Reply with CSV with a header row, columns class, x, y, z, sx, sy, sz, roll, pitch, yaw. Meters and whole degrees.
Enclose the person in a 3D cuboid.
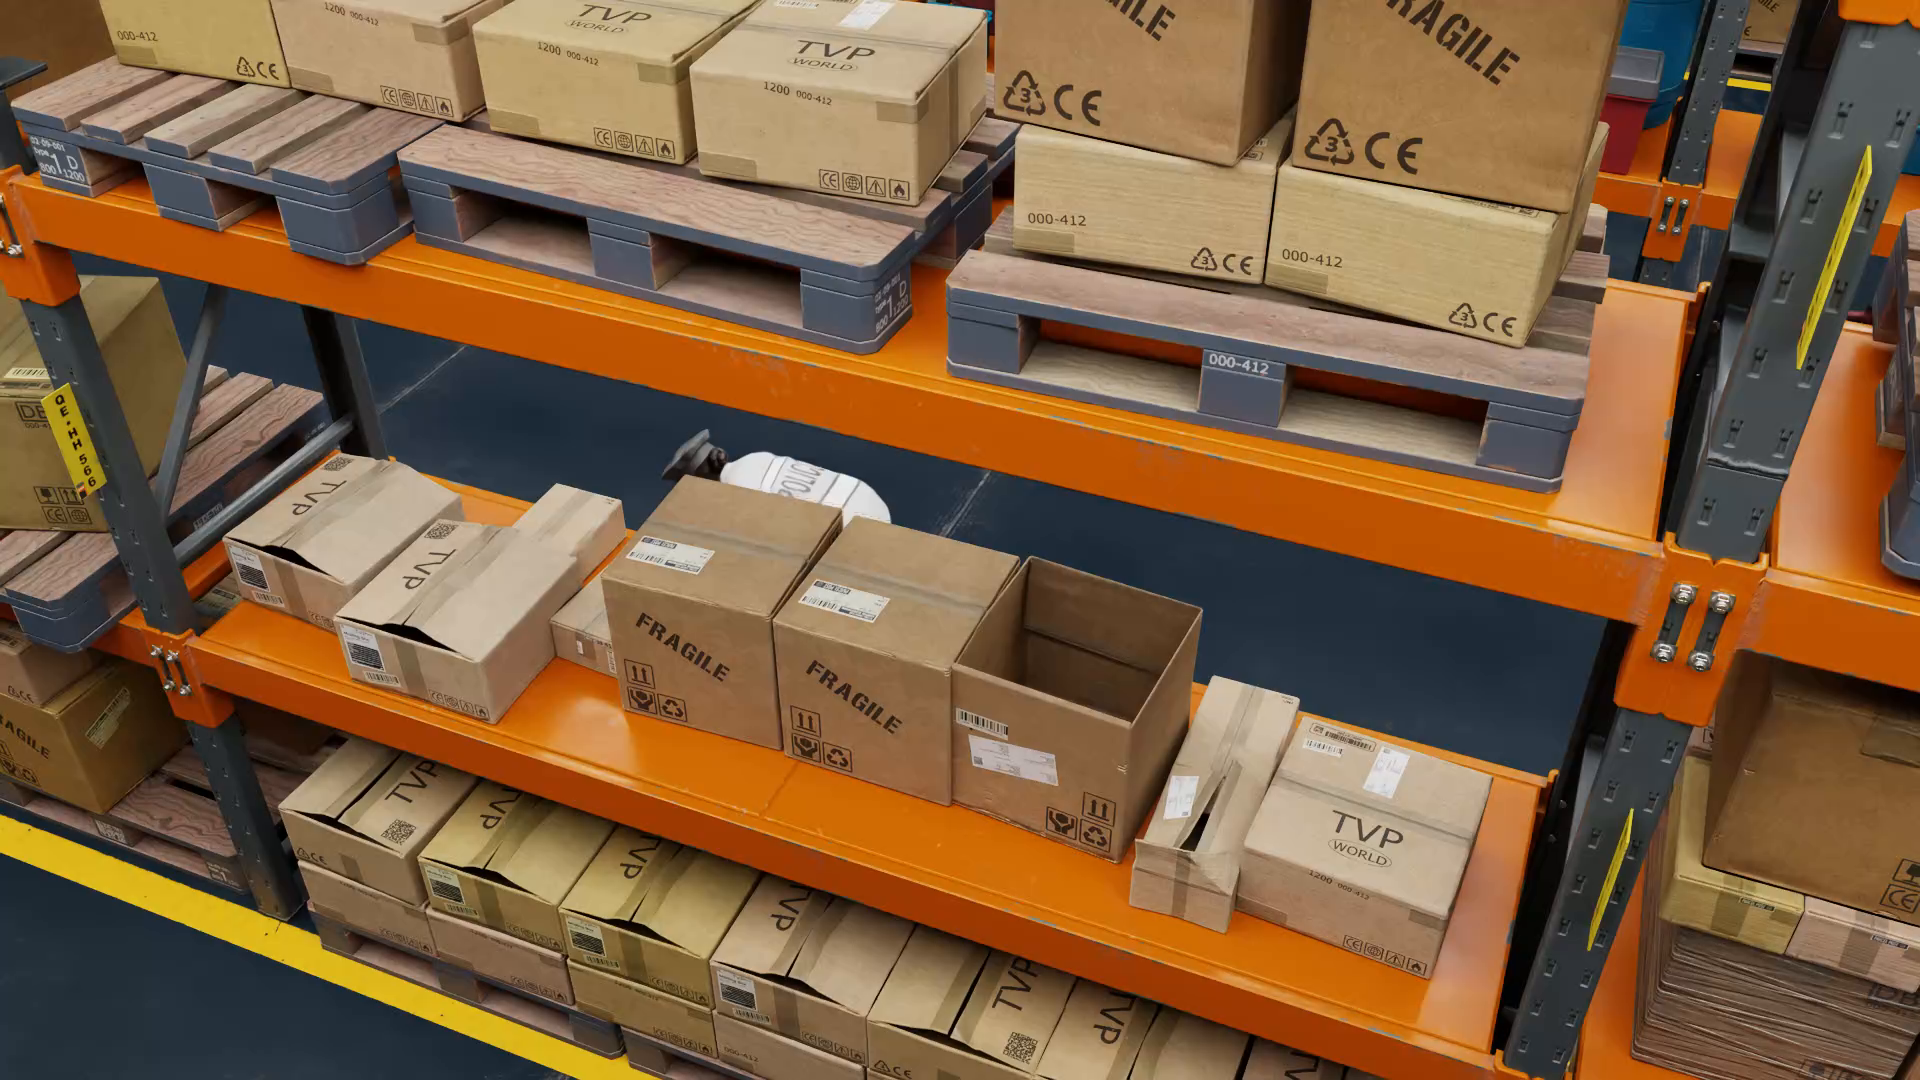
class,x,y,z,sx,sy,sz,roll,pitch,yaw
person,-0.729,0.044,6.655,0.911,0.983,0.462,12,39,15
